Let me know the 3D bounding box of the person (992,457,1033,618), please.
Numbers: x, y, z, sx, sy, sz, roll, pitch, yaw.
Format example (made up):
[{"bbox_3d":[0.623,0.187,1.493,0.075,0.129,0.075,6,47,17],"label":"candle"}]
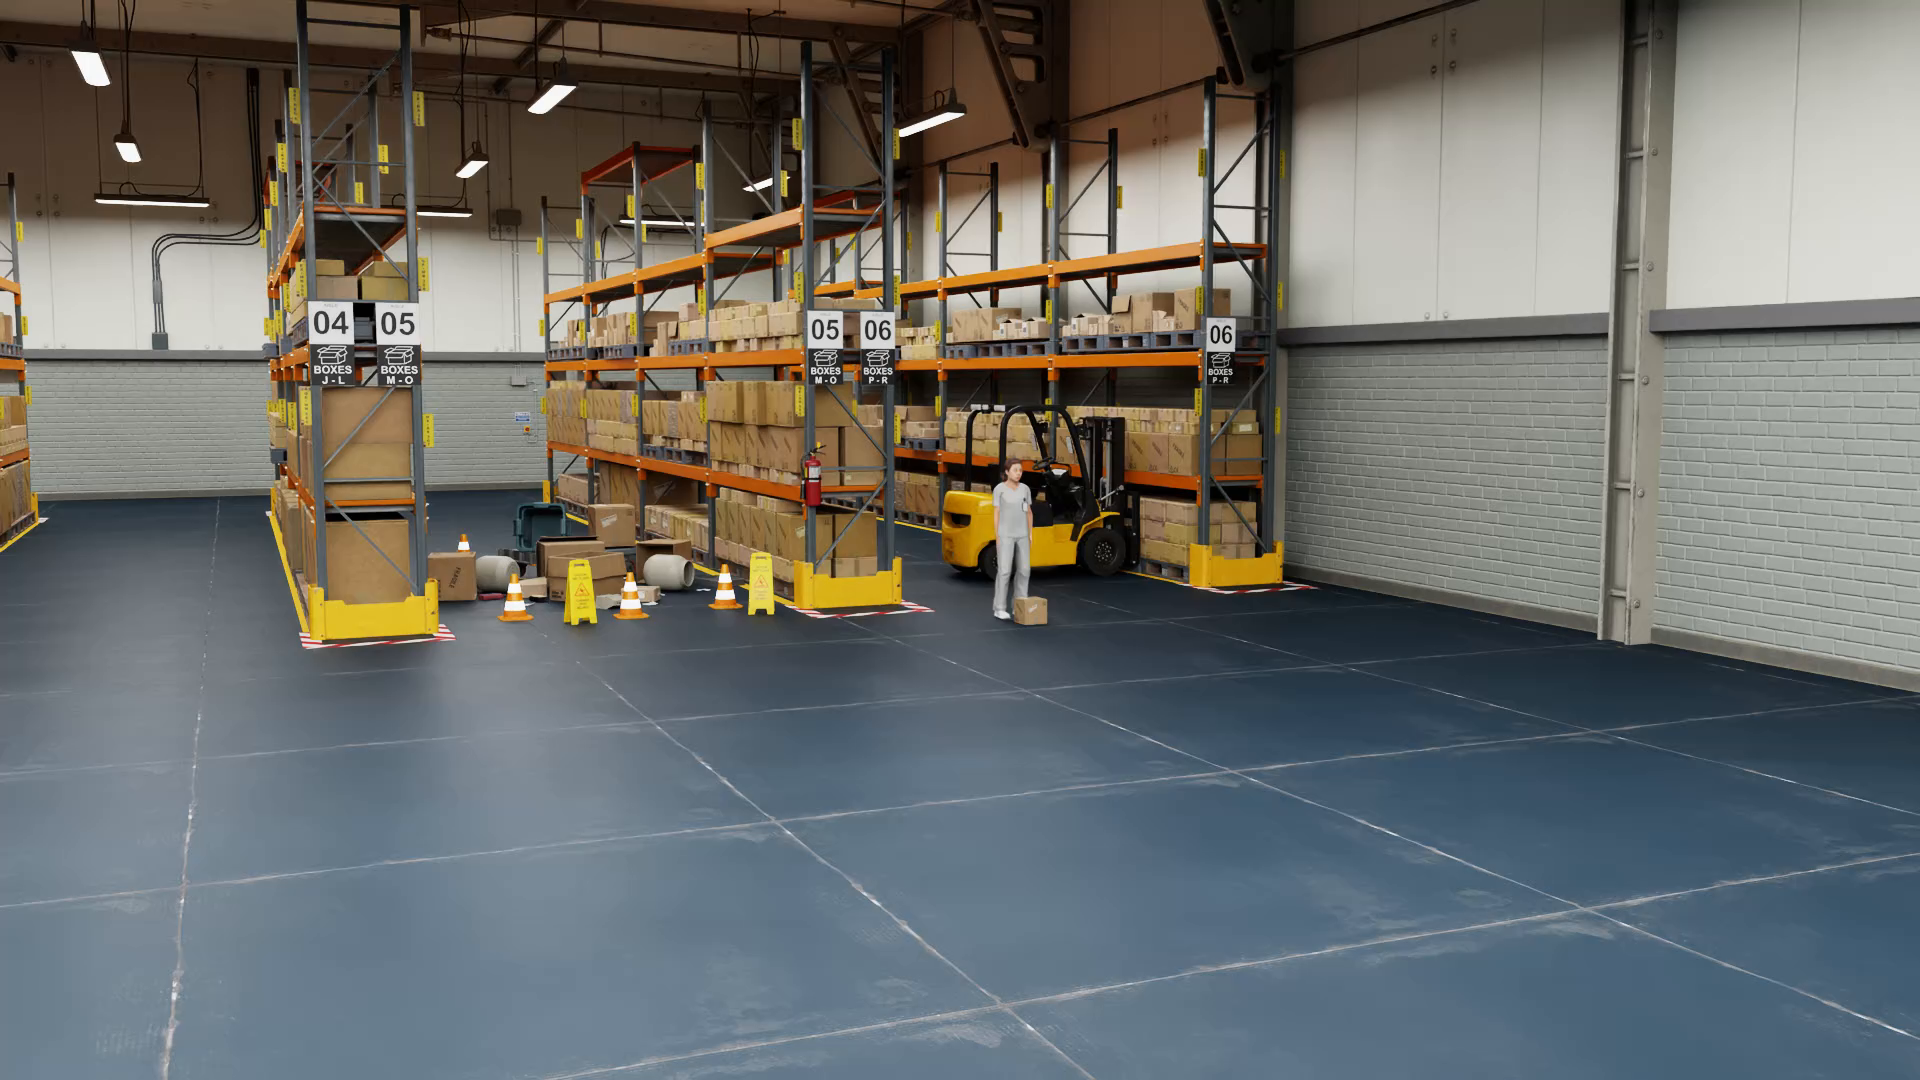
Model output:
[{"bbox_3d":[0.553,-0.025,17.301,0.444,1.675,0.347,-2,6,-22],"label":"person"}]
